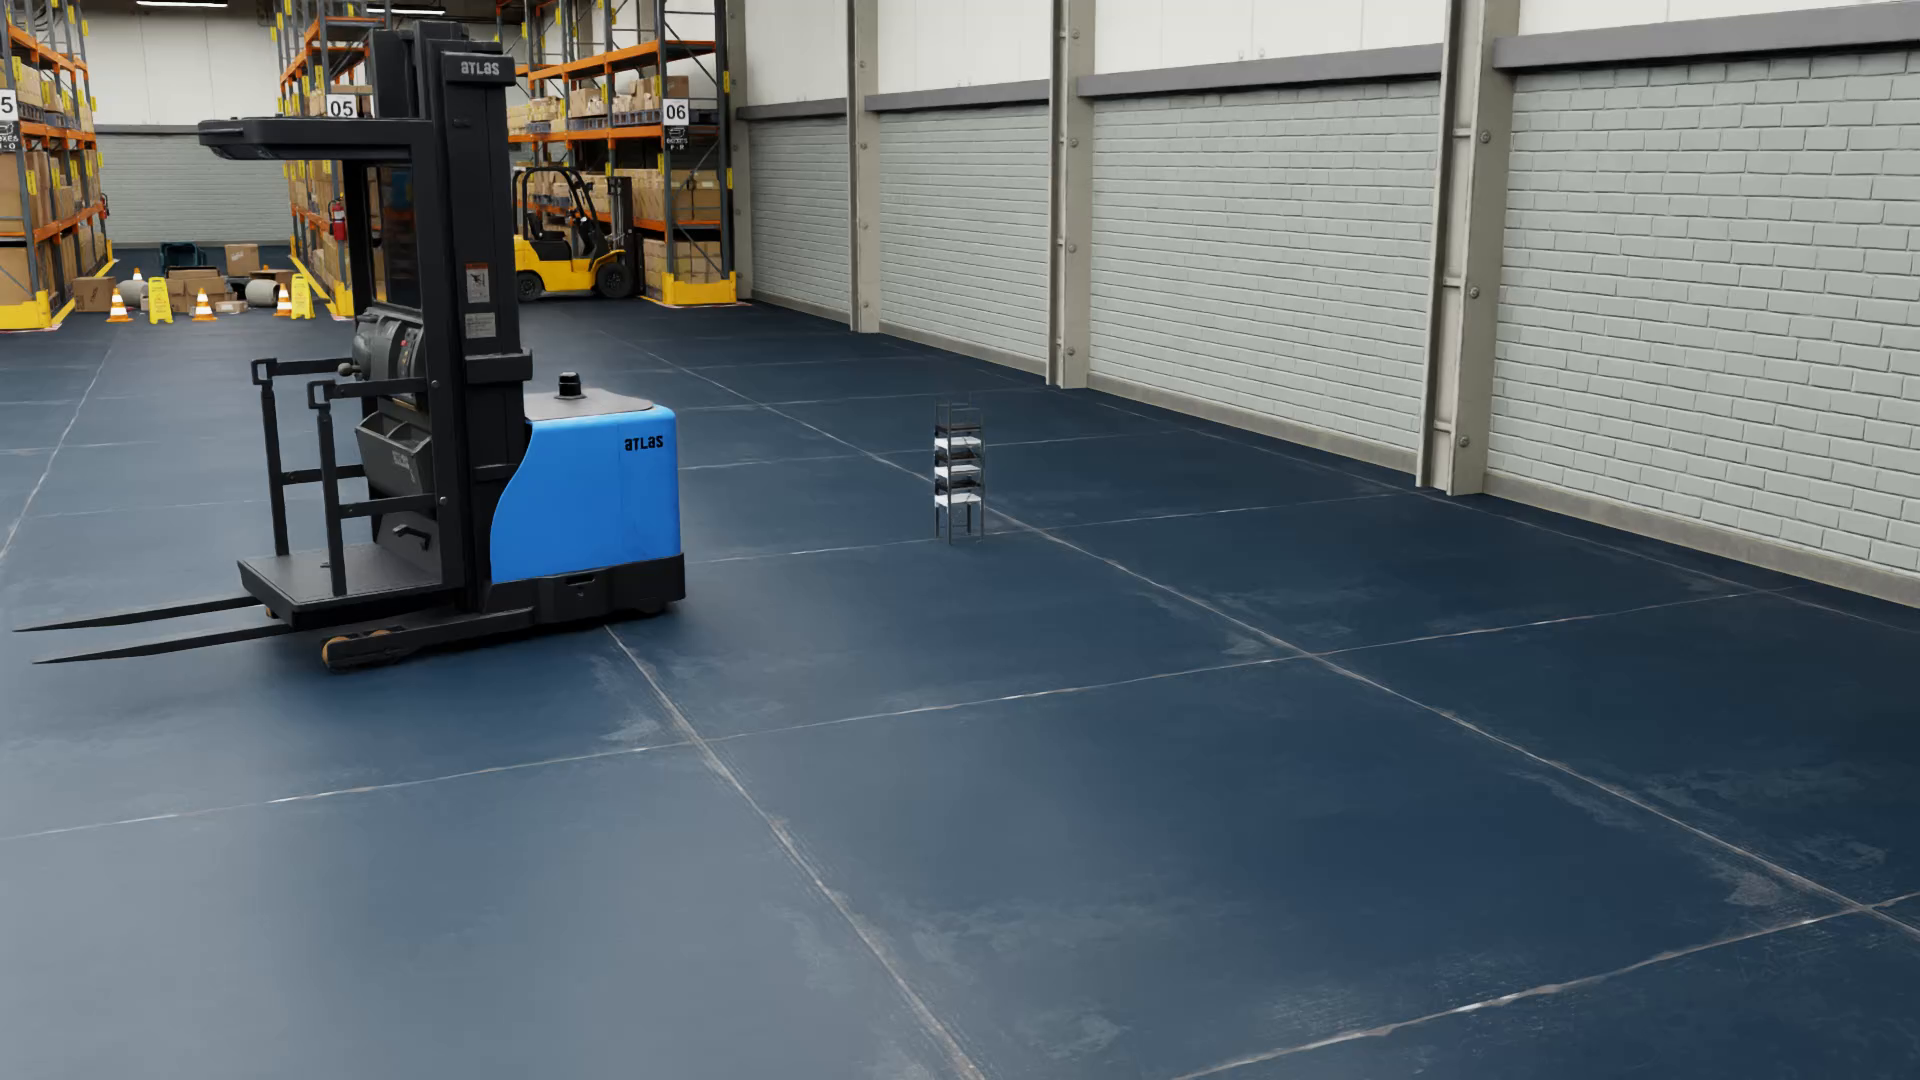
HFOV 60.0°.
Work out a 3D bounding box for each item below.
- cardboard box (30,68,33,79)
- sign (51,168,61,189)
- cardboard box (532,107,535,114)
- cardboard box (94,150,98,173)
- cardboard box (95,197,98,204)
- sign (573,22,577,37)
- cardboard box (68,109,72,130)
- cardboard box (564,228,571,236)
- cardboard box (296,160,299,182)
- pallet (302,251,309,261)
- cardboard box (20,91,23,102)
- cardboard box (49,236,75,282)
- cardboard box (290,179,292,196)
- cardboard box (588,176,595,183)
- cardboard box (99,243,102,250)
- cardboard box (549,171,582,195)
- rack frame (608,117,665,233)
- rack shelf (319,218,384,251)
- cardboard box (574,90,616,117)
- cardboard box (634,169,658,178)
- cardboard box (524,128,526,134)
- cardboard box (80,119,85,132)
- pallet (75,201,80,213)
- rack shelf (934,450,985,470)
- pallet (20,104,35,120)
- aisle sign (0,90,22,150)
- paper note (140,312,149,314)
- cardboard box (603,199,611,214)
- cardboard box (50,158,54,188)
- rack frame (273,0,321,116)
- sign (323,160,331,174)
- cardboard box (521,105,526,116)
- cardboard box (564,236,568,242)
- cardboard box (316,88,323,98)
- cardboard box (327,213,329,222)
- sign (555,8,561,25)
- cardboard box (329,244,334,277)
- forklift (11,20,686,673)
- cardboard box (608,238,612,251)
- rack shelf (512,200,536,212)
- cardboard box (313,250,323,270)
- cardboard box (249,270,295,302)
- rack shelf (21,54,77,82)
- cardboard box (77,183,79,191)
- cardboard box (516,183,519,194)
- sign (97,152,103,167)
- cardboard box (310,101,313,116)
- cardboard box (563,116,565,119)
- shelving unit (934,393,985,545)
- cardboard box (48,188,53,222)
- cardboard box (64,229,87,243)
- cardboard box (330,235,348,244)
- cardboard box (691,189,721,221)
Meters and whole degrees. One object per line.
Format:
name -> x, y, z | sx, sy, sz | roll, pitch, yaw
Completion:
cardboard box -> -14.032, -6.956, 24.756 | 0.380, 0.149, 0.250 | -6, 14, -23
sign -> -14.370, -5.742, 26.432 | 0.100, 0.325, 0.005 | -6, 14, -23
cardboard box -> -9.088, -9.332, 36.131 | 0.380, 0.149, 0.250 | -6, 14, -24
cardboard box -> -19.273, -8.319, 36.563 | 0.500, 0.500, 0.500 | -6, 14, -24
cardboard box -> -18.992, -7.390, 36.207 | 0.380, 0.149, 0.250 | -5, 14, -21
sign -> -8.535, -11.307, 36.846 | 0.100, 0.325, 0.005 | -6, 14, -23
cardboard box -> -16.672, -7.812, 30.599 | 0.500, 0.500, 0.500 | -6, 14, -23
cardboard box -> -8.006, -6.410, 34.588 | 0.380, 0.149, 0.250 | -6, 15, -26
cardboard box -> -13.445, -7.668, 34.411 | 0.500, 0.500, 0.500 | -6, 14, -23
pallet -> -14.313, -6.410, 37.598 | 1.003, 0.211, 1.213 | -6, 14, -23
cardboard box -> -13.222, -6.150, 23.039 | 0.380, 0.149, 0.250 | -5, 14, -22
cardboard box -> -15.965, -4.852, 28.739 | 1.050, 0.750, 0.750 | -5, 14, -22
cardboard box -> -15.032, -8.000, 38.062 | 0.500, 0.500, 0.500 | -6, 14, -24
cardboard box -> -6.893, -6.873, 31.752 | 0.380, 0.149, 0.250 | -6, 14, -24
cardboard box -> -18.561, -6.266, 35.522 | 0.380, 0.149, 0.250 | -5, 14, -22
cardboard box -> -8.262, -7.550, 35.179 | 0.797, 0.503, 0.637 | -6, 14, -24
rack frame -> -5.836, -6.148, 30.283 | 1.000, 3.000, 0.127 | -6, 14, -23
rack shelf -> -9.581, -4.936, 26.638 | 1.077, 0.370, 4.000 | -6, 14, -23
cardboard box -> -7.078, -8.471, 32.292 | 0.700, 0.500, 0.500 | -6, 14, -24
cardboard box -> -5.392, -6.306, 28.645 | 0.380, 0.149, 0.250 | -6, 14, -23
cardboard box -> -9.744, -9.346, 38.004 | 0.380, 0.149, 0.250 | -6, 14, -23
cardboard box -> -18.026, -8.392, 33.657 | 0.500, 0.250, 0.500 | -5, 14, -20
pallet -> -16.863, -6.102, 30.507 | 1.213, 0.211, 1.003 | -6, 14, -23
rack shelf -> -0.003, -0.495, 10.263 | 0.258, 0.077, 0.200 | -6, 14, -23
pallet -> -14.075, -6.228, 24.170 | 1.003, 0.211, 1.213 | -6, 14, -23
aisle sign -> -12.972, -5.684, 22.510 | 0.394, 0.787, 0.004 | -6, 14, -23
paper note -> -12.331, -3.426, 25.110 | 0.144, 0.017, 0.142 | -1, 13, -4
cardboard box -> -6.278, -6.156, 30.647 | 0.500, 0.250, 0.500 | -5, 14, -22
cardboard box -> -15.693, -6.184, 27.998 | 0.700, 0.500, 0.500 | -6, 14, -24
rack frame -> -15.190, -11.101, 38.378 | 1.000, 3.000, 0.127 | -6, 14, -23
sign -> -9.297, -5.545, 24.407 | 0.100, 0.325, 0.005 | -6, 14, -23
cardboard box -> -9.675, -9.765, 37.819 | 0.500, 0.250, 0.500 | -6, 14, -24
cardboard box -> -7.996, -6.134, 34.832 | 0.500, 0.500, 0.500 | -6, 14, -24
cardboard box -> -9.831, -6.957, 25.914 | 0.380, 0.149, 0.250 | -5, 14, -22
cardboard box -> -9.920, -5.168, 26.605 | 0.380, 0.149, 0.250 | -6, 14, -23
sign -> -7.932, -10.340, 32.842 | 0.100, 0.325, 0.005 | -6, 14, -23
cardboard box -> -9.748, -4.458, 26.481 | 0.500, 0.500, 0.500 | -6, 14, -24
forklift -> -2.937, -0.947, 7.960 | 3.031, 2.935, 1.130 | -9, 16, -35
cardboard box -> -6.055, -5.303, 30.965 | 0.875, 0.625, 0.625 | -5, 14, -20
rack shelf -> -9.842, -7.864, 39.291 | 1.077, 0.370, 4.000 | -6, 14, -23
cardboard box -> -11.768, -5.332, 31.654 | 0.950, 0.372, 0.625 | -7, 15, -27
cardboard box -> -11.200, -4.138, 27.136 | 0.500, 0.500, 0.500 | 4, 14, 16
rack shelf -> -17.281, -8.848, 31.126 | 1.077, 0.370, 4.000 | -6, 14, -23
cardboard box -> -17.539, -6.941, 32.674 | 0.380, 0.149, 0.250 | -5, 14, -21
cardboard box -> -10.300, -8.373, 39.567 | 0.500, 0.250, 0.500 | -6, 14, -24
sign -> -19.168, -8.475, 37.065 | 0.100, 0.325, 0.005 | -6, 14, -23
cardboard box -> -10.457, -7.117, 27.488 | 0.500, 0.250, 0.500 | -6, 14, -24
cardboard box -> -7.887, -8.664, 33.949 | 0.380, 0.149, 0.250 | -6, 14, -24
shelving unit -> -0.003, -0.440, 10.276 | 0.258, 0.900, 0.210 | -6, 14, -23
cardboard box -> -14.719, -5.229, 25.979 | 0.875, 0.550, 0.550 | -6, 14, -23
cardboard box -> -16.924, -5.782, 31.650 | 0.500, 0.250, 0.500 | -6, 14, -23
cardboard box -> -9.647, -4.683, 26.017 | 0.380, 0.149, 0.250 | -5, 14, -22
cardboard box -> -4.178, -5.498, 27.251 | 0.500, 0.500, 0.500 | -5, 14, -21
